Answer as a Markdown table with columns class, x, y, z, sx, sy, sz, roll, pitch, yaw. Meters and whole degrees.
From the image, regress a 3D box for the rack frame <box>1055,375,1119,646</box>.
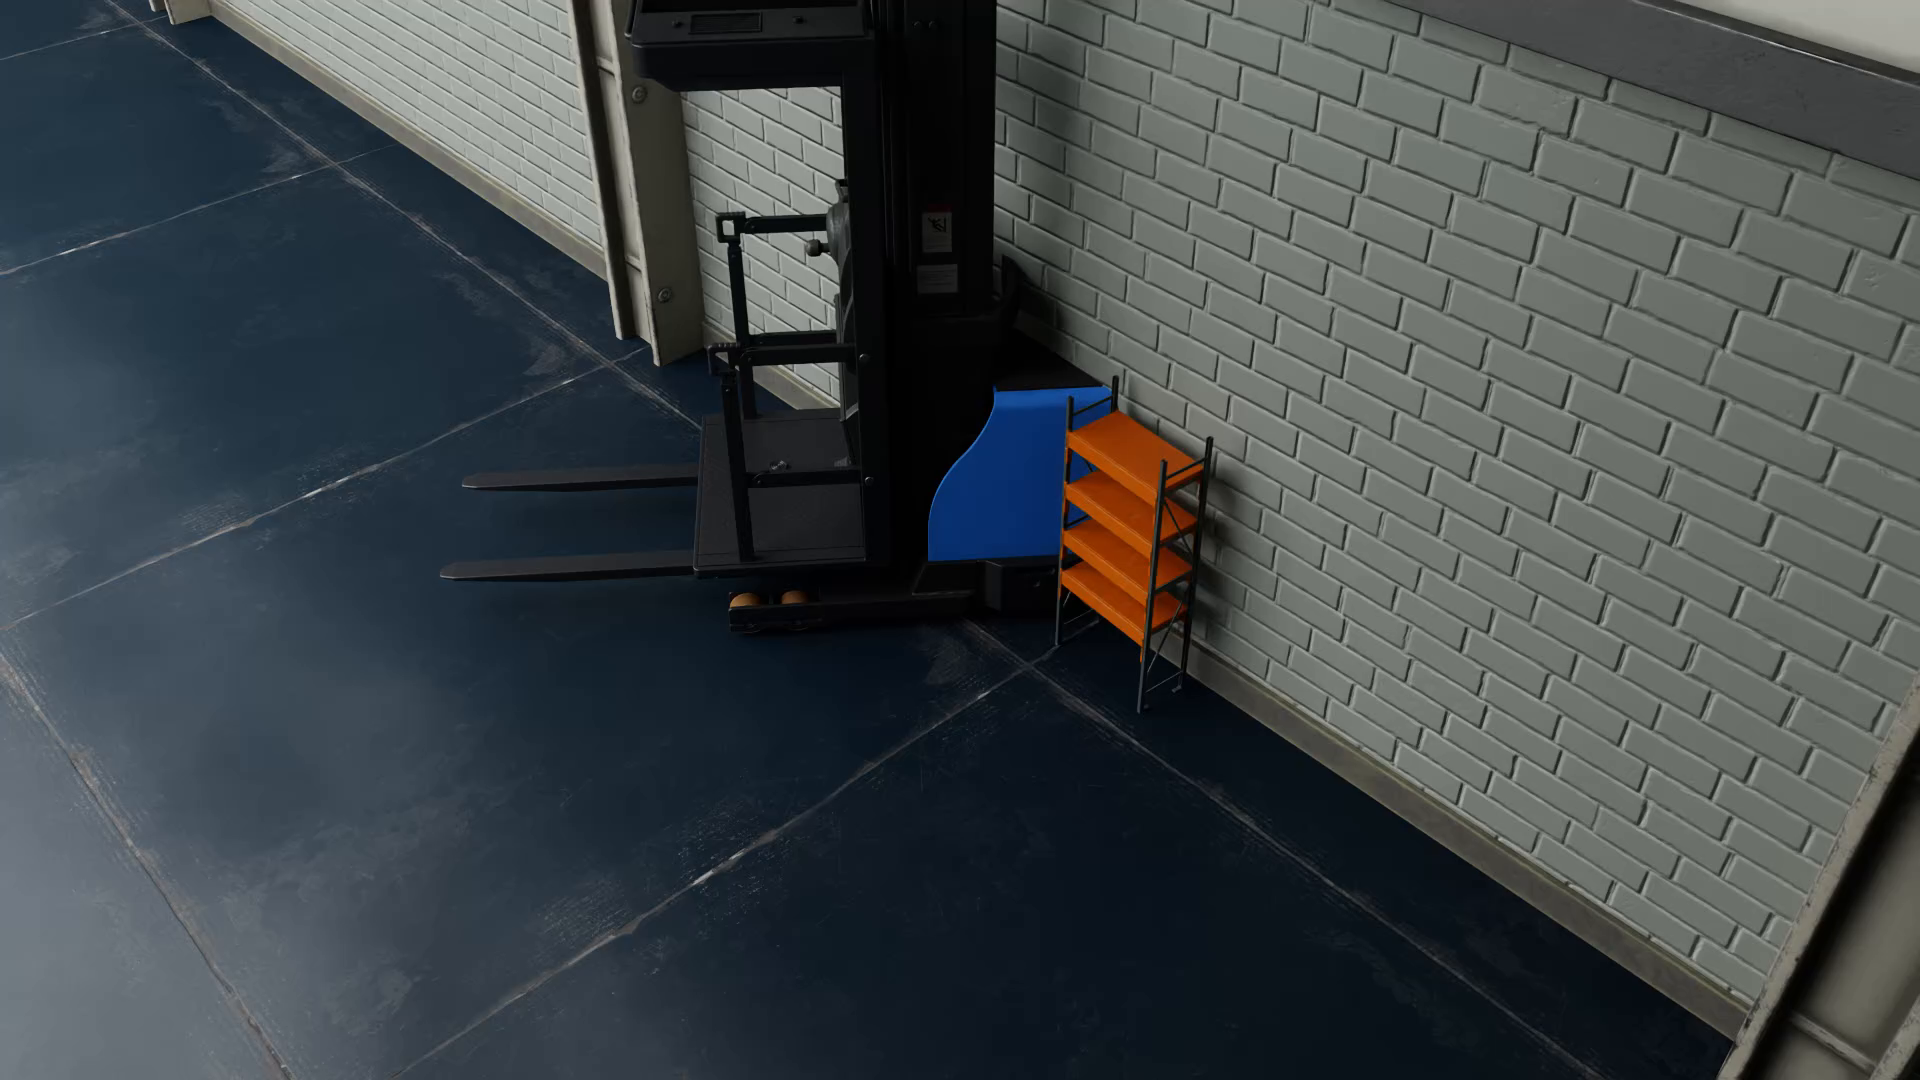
| class | x | y | z | sx | sy | sz | roll | pitch | yaw |
| --- | --- | --- | --- | --- | --- | --- | --- | --- | --- |
| rack frame | 0.483 | -0.088 | 6.405 | 0.240 | 1.200 | 0.015 | -26 | 46 | -29 |

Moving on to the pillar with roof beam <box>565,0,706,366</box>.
| class | x | y | z | sx | sy | sz | roll | pitch | yaw |
| --- | --- | --- | --- | --- | --- | --- | --- | --- | --- |
| pillar with roof beam | -4.694 | -2.694 | 3.424 | 9.100 | 9.000 | 0.400 | -30 | 48 | -32 |

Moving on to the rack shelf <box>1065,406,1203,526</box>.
| class | x | y | z | sx | sy | sz | roll | pitch | yaw |
| --- | --- | --- | --- | --- | --- | --- | --- | --- | --- |
| rack shelf | 0.633 | -0.273 | 6.008 | 0.258 | 0.148 | 0.480 | -26 | 46 | -29 |

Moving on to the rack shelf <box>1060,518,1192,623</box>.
| class | x | y | z | sx | sy | sz | roll | pitch | yaw |
| --- | --- | --- | --- | --- | --- | --- | --- | --- | --- |
| rack shelf | 0.633 | 0.085 | 6.297 | 0.258 | 0.148 | 0.480 | -26 | 46 | -29 |

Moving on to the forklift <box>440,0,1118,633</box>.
| class | x | y | z | sx | sy | sz | roll | pitch | yaw |
| --- | --- | --- | --- | --- | --- | --- | --- | --- | --- |
| forklift | -0.620 | -1.107 | 6.288 | 3.031 | 2.935 | 1.130 | -3 | 39 | -4 |

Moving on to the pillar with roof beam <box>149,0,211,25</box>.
| class | x | y | z | sx | sy | sz | roll | pitch | yaw |
| --- | --- | --- | --- | --- | --- | --- | --- | --- | --- |
| pillar with roof beam | -8.752 | -5.471 | 6.862 | 9.100 | 9.000 | 0.400 | -30 | 48 | -32 |

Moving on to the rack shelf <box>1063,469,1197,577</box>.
| class | x | y | z | sx | sy | sz | roll | pitch | yaw |
| --- | --- | --- | --- | --- | --- | --- | --- | --- | --- |
| rack shelf | 0.633 | -0.089 | 6.157 | 0.258 | 0.148 | 0.480 | -26 | 46 | -29 |

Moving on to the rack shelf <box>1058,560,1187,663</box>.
| class | x | y | z | sx | sy | sz | roll | pitch | yaw |
| --- | --- | --- | --- | --- | --- | --- | --- | --- | --- |
| rack shelf | 0.633 | 0.239 | 6.422 | 0.258 | 0.148 | 0.480 | -26 | 46 | -29 |

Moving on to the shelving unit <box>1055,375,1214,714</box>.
| class | x | y | z | sx | sy | sz | roll | pitch | yaw |
| --- | --- | --- | --- | --- | --- | --- | --- | --- | --- |
| shelving unit | 0.633 | 0.033 | 6.255 | 0.258 | 1.200 | 0.503 | -26 | 46 | -29 |

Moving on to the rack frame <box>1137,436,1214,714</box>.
| class | x | y | z | sx | sy | sz | roll | pitch | yaw |
| --- | --- | --- | --- | --- | --- | --- | --- | --- | --- |
| rack frame | 0.783 | 0.153 | 6.105 | 0.240 | 1.200 | 0.015 | -26 | 46 | -29 |
